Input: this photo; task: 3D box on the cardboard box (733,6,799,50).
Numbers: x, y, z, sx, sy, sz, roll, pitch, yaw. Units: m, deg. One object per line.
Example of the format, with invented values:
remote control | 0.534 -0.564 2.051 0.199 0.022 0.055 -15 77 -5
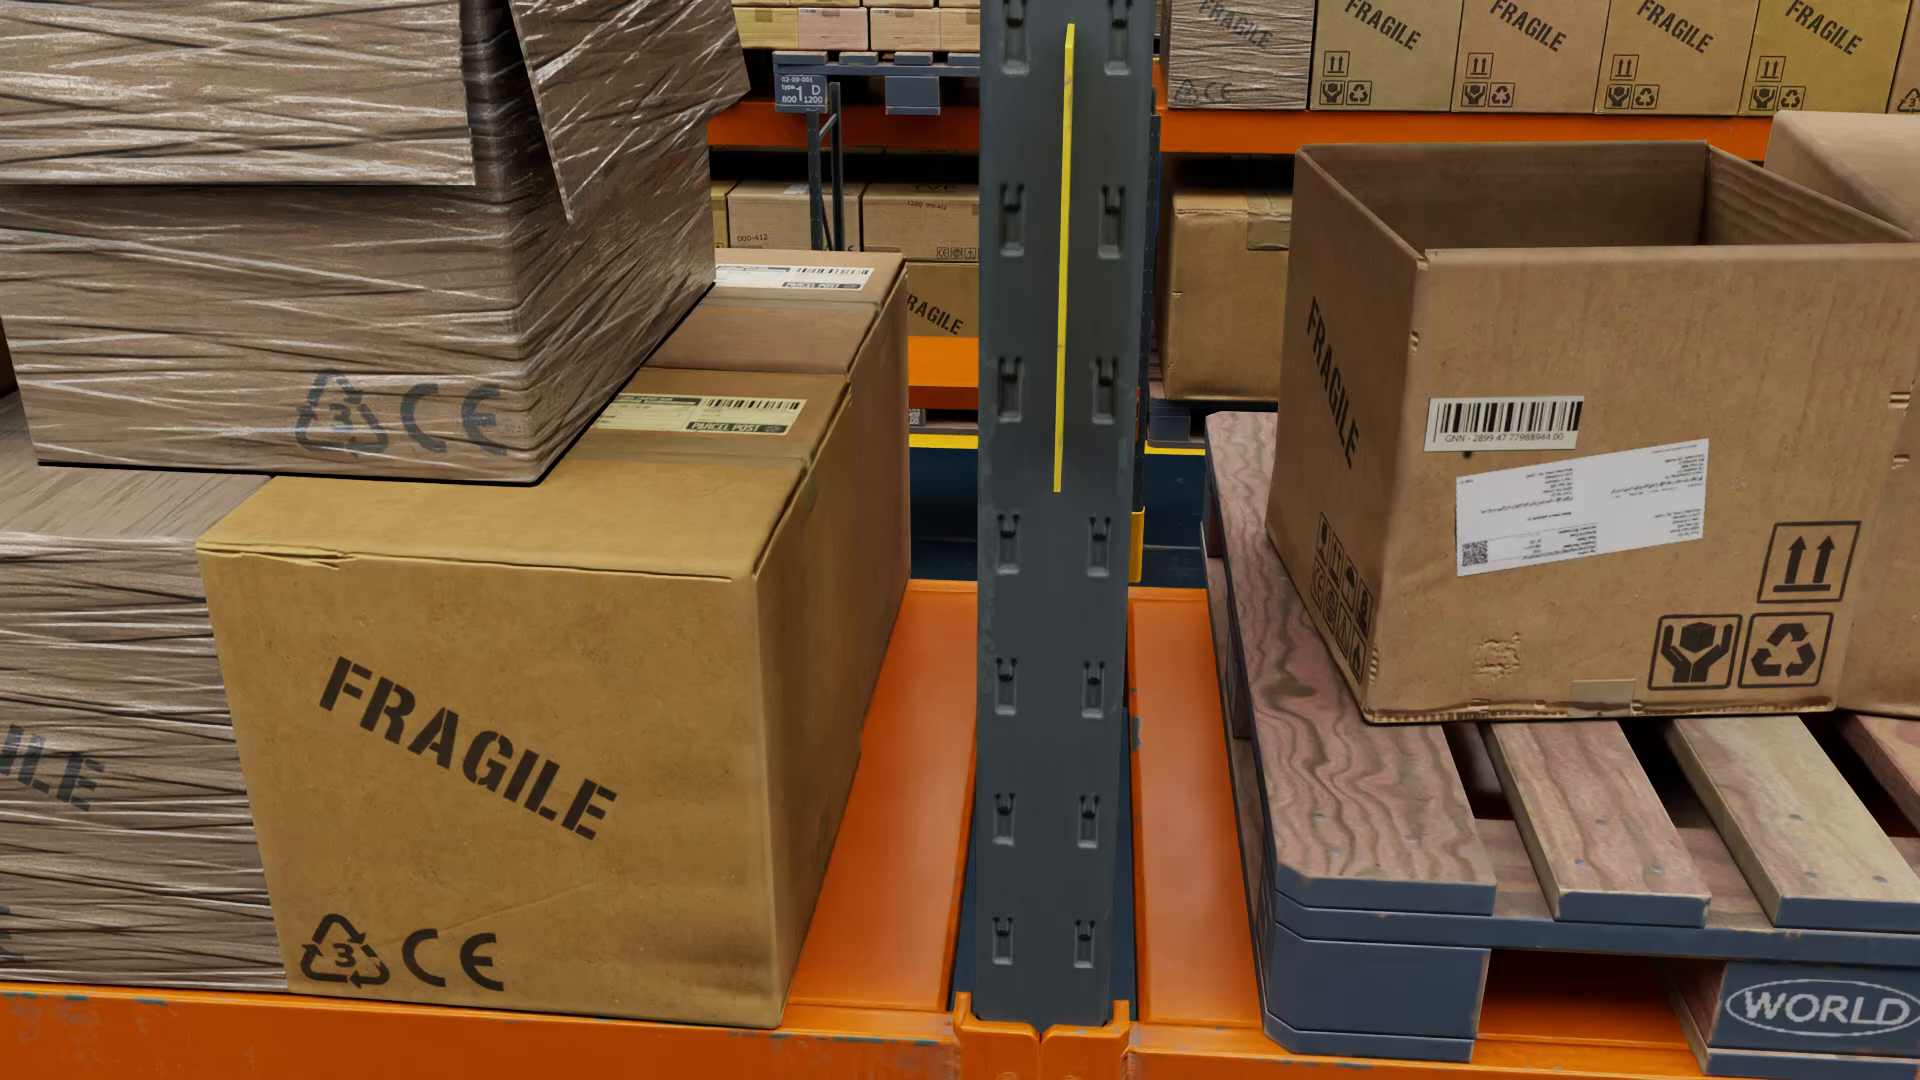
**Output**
cardboard box | -0.684 -1.898 6.085 0.250 0.149 0.380 2 25 3

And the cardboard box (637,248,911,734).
cardboard box | -0.349 -0.082 2.219 0.500 0.500 0.500 3 25 6

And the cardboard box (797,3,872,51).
cardboard box | -0.435 -1.889 6.065 0.250 0.149 0.380 2 25 5

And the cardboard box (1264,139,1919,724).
cardboard box | 0.657 -0.143 1.850 0.500 0.500 0.500 -1 25 -2

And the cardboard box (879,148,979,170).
cardboard box | -0.073 -1.490 6.991 0.500 0.250 0.500 1 25 2

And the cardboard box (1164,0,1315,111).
cardboard box | 1.023 -1.890 6.149 0.500 0.500 0.500 2 25 5

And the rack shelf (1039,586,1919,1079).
rack shelf | 2.109 0.484 1.971 4.000 0.370 1.077 2 25 4

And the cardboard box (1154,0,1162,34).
cardboard box | 1.871 -5.193 15.785 0.625 0.625 0.875 3 25 6

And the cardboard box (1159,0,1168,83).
cardboard box | 1.065 -2.114 6.636 0.500 0.500 0.500 2 25 4

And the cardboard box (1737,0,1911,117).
cardboard box | 3.035 -1.826 6.011 0.500 0.500 0.500 2 25 5

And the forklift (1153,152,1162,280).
forklift | 2.306 -2.934 8.621 1.130 2.935 3.031 22 32 39

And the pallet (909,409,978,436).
pallet | -0.183 -0.730 7.084 1.213 0.211 1.003 2 25 4

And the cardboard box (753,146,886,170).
cardboard box | -0.579 -1.506 7.026 0.500 0.250 0.500 2 25 3

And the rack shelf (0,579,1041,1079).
rack shelf | -1.879 0.356 2.249 4.000 0.370 1.077 2 25 4

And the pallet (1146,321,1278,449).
pallet | 1.376 -0.648 6.905 1.213 0.211 1.003 2 25 4

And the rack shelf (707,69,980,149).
rack shelf | -1.398 -1.708 6.735 4.000 0.370 1.077 2 25 4

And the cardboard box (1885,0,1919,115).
cardboard box | 3.539 -1.810 5.976 0.500 0.500 0.500 2 25 3

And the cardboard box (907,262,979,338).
cardboard box | -0.081 -0.939 6.689 0.500 0.500 0.500 2 25 4

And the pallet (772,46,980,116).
pallet | -0.123 -1.862 6.439 1.003 0.211 1.213 2 25 4

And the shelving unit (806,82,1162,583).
shelving unit | 0.076 -0.679 5.431 1.083 1.500 0.587 2 25 4

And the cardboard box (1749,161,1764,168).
cardboard box | 2.997 -1.027 6.582 0.750 0.750 1.050 2 25 4

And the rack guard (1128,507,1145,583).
rack guard | 0.573 -0.095 5.658 0.087 0.250 0.587 2 25 4

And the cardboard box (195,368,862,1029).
cardboard box | -0.396 0.135 1.749 0.500 0.500 0.500 3 25 6

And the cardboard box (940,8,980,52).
cardboard box | 0.069 -1.872 6.028 0.250 0.149 0.380 2 25 5

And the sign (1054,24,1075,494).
sign | 0.076 -0.202 1.215 0.005 0.325 0.100 2 25 4

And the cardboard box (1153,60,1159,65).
cardboard box | 1.436 -3.012 11.349 0.625 0.372 0.950 0 25 0

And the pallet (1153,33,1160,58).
pallet | 2.068 -4.797 15.923 1.213 0.211 1.003 2 25 4

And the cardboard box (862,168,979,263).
cardboard box | -0.106 -1.280 6.534 0.500 0.250 0.500 1 25 3

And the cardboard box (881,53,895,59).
cardboard box | -0.697 -3.350 11.482 0.875 0.875 0.875 2 25 5

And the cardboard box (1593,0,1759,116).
cardboard box | 2.529 -1.841 6.044 0.500 0.500 0.500 2 25 3

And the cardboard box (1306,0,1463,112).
cardboard box | 1.530 -1.875 6.116 0.500 0.500 0.500 2 25 3

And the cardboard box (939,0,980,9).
cardboard box | 0.068 -2.009 5.970 0.250 0.149 0.380 2 25 5

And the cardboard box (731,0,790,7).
cardboard box | -0.710 -2.032 6.021 0.250 0.149 0.380 2 25 4

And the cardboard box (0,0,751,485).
cardboard box | -0.613 -0.438 1.795 0.637 0.503 0.797 3 25 6

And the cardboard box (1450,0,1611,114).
cardboard box | 2.033 -1.858 6.081 0.500 0.500 0.500 2 25 4

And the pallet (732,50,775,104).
pallet | -1.381 -1.930 6.586 1.213 0.211 1.003 2 25 4

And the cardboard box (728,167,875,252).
cardboard box | -0.611 -1.291 6.559 0.500 0.250 0.500 2 25 5

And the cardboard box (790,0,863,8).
cardboard box | -0.461 -2.024 6.003 0.250 0.149 0.380 2 25 5

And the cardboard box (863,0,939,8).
cardboard box | -0.198 -2.017 5.987 0.250 0.149 0.380 3 25 6

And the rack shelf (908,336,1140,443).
rack shelf | 0.085 -0.515 5.506 1.000 0.185 0.538 2 25 4

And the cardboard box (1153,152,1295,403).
cardboard box | 1.196 -1.083 6.704 0.750 0.750 1.050 2 25 3

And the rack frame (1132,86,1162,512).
rack frame | 0.592 -0.662 5.395 0.032 1.500 0.500 2 25 4

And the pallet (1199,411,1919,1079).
pallet | 0.834 0.158 2.047 1.003 0.211 1.213 2 25 4

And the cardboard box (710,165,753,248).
cardboard box | -1.116 -1.314 6.608 0.500 0.250 0.500 2 25 5

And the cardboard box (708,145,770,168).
cardboard box | -1.071 -1.527 7.072 0.500 0.250 0.500 2 25 4

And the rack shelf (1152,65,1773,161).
rack shelf | 2.590 -1.580 6.457 4.000 0.370 1.077 2 25 4

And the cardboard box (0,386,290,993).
cardboard box | -0.892 0.116 1.789 0.500 0.500 0.500 2 25 4

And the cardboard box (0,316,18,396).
cardboard box | -1.262 -0.460 1.843 0.637 0.503 0.797 2 25 5

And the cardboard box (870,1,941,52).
cardboard box | -0.179 -1.881 6.047 0.250 0.149 0.380 2 25 4

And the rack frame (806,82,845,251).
rack frame | -0.422 -0.695 5.466 0.032 1.500 0.500 2 25 4

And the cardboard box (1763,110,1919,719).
cardboard box | 1.221 -0.167 1.902 0.500 0.500 0.700 5 25 12
